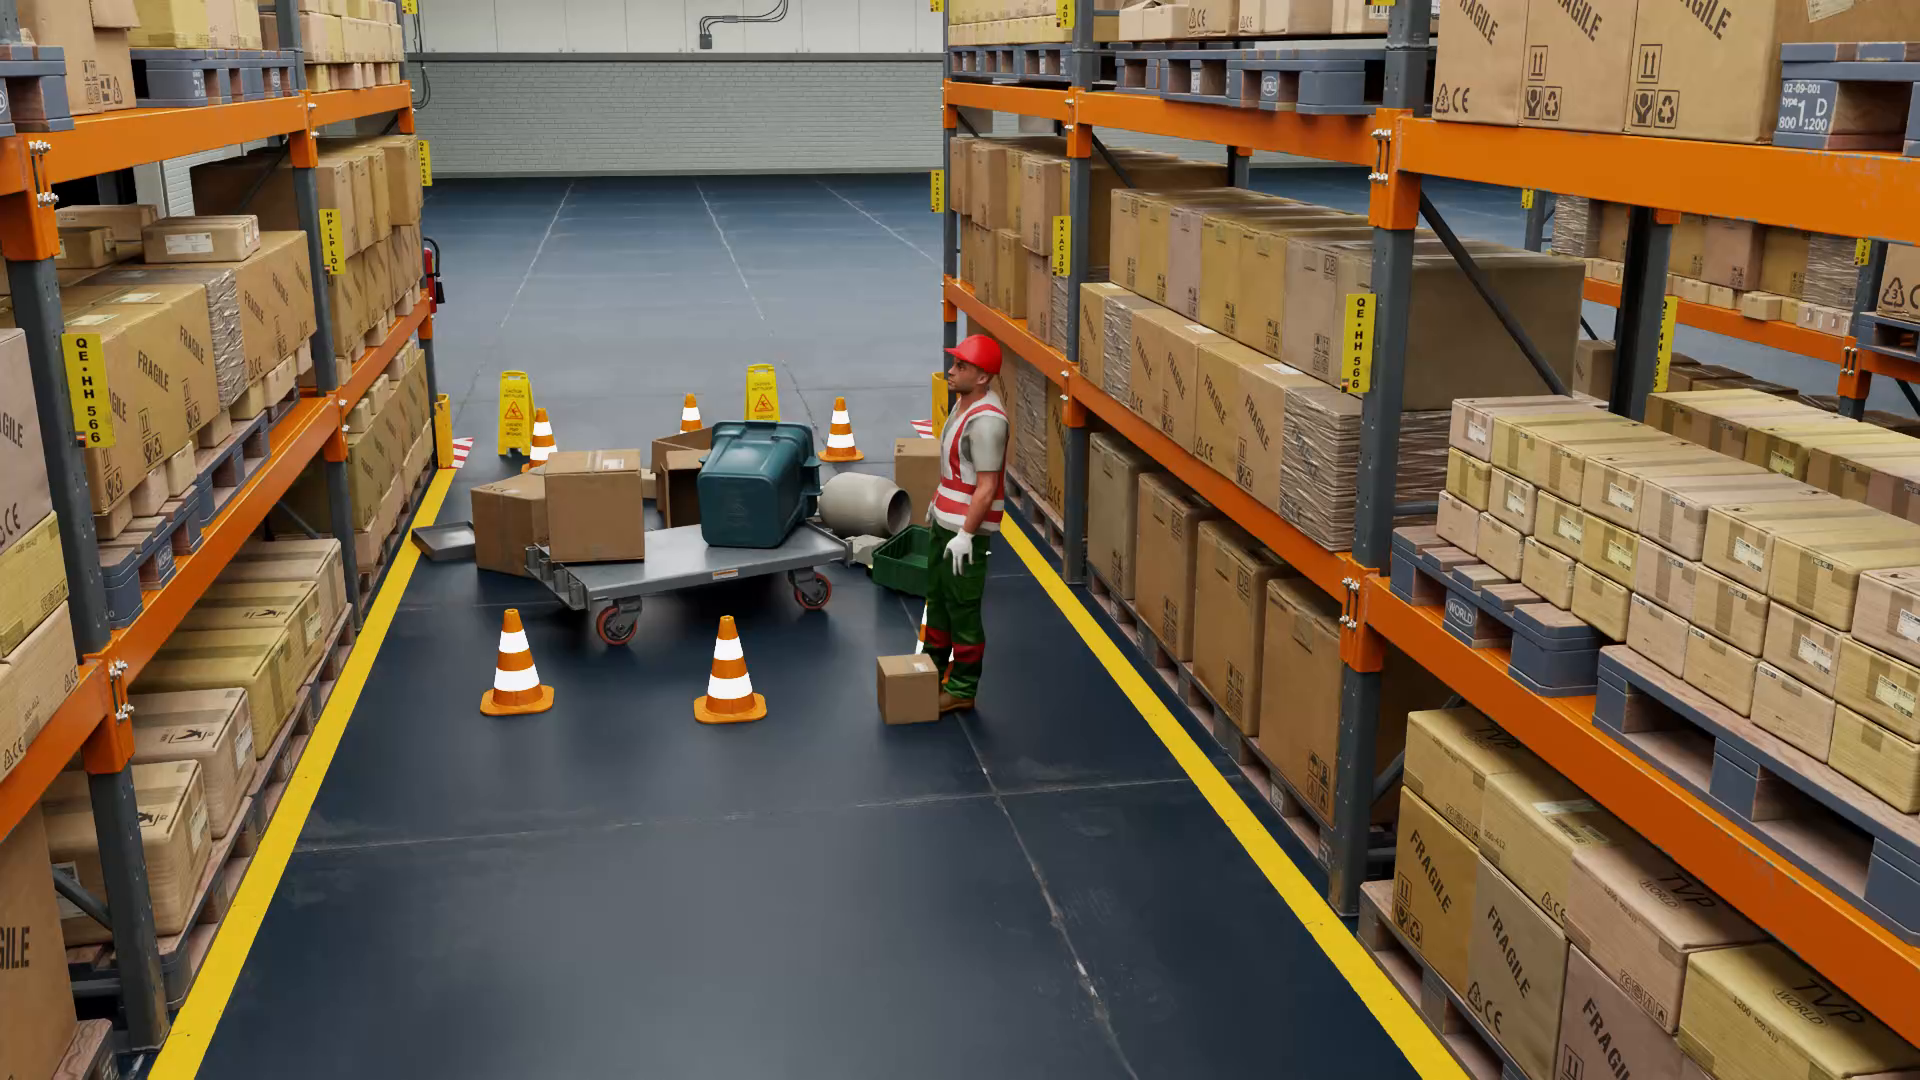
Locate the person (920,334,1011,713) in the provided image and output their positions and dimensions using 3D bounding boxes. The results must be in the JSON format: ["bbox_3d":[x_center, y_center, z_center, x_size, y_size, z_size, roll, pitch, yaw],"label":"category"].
[{"bbox_3d":[-0.065,-0.064,7.679,0.564,1.788,0.624,-3,16,-10],"label":"person"}]
